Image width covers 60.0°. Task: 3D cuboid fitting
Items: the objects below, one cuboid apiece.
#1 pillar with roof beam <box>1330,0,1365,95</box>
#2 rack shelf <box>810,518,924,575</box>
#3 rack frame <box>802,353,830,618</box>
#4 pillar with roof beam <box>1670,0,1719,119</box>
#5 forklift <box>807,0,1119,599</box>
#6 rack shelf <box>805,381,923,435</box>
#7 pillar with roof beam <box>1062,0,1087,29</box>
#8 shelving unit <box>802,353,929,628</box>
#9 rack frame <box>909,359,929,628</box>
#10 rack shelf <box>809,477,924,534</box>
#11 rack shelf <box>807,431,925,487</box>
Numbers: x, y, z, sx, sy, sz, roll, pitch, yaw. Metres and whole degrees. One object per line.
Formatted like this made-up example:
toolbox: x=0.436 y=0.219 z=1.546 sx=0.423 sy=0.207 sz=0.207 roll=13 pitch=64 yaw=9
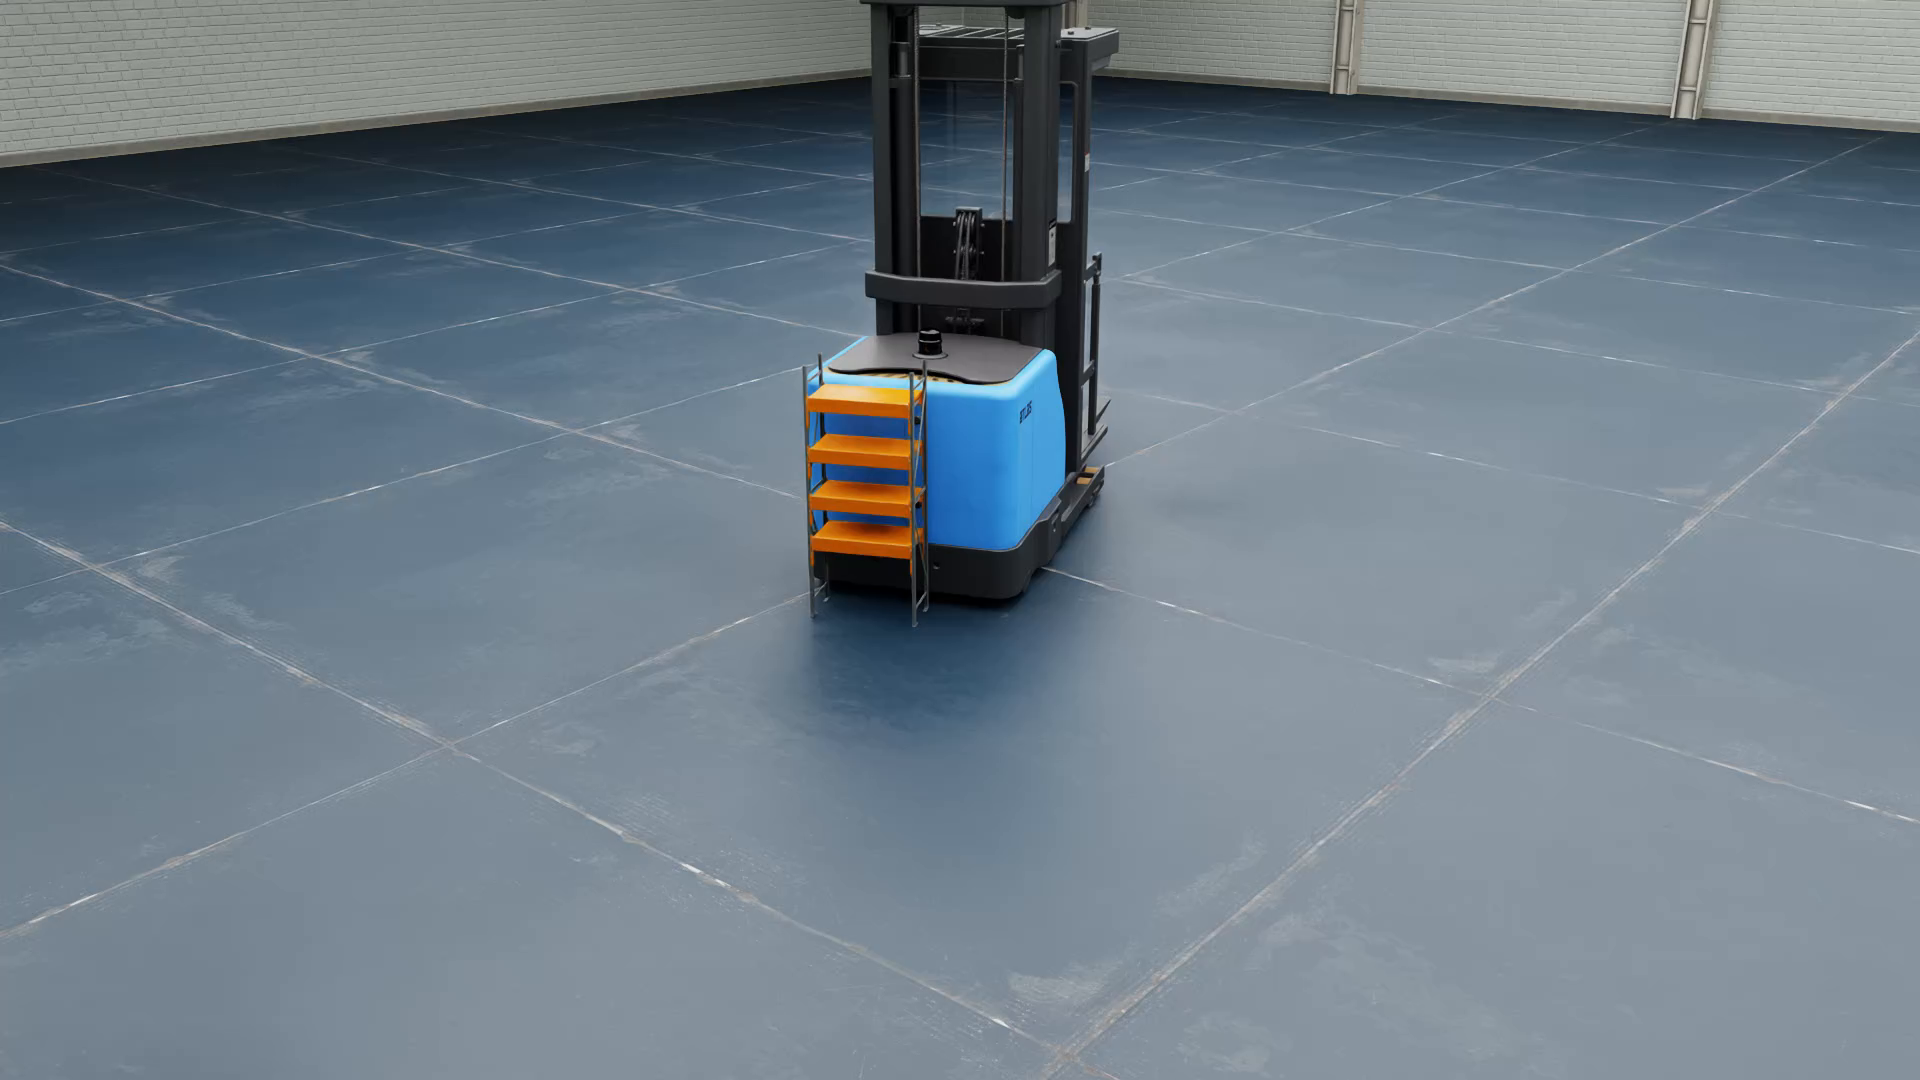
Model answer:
pillar with roof beam: x=4.220 y=-11.118 z=25.398 sx=0.400 sy=9.000 sz=9.100 roll=16 pitch=26 yaw=36
rack shelf: x=-0.420 y=0.026 z=7.651 sx=0.480 sy=0.148 sz=0.258 roll=5 pitch=21 yaw=13
rack frame: x=-0.657 y=-0.243 z=7.612 sx=0.015 sy=1.200 sz=0.240 roll=5 pitch=21 yaw=13
pillar with roof beam: x=8.868 y=-9.780 z=21.849 sx=0.400 sy=9.000 sz=9.100 roll=16 pitch=26 yaw=36
forklift: x=0.181 y=-1.584 z=8.714 sx=1.130 sy=2.935 sz=3.031 roll=6 pitch=21 yaw=16
rack shelf: x=-0.420 y=-0.590 z=7.418 sx=0.480 sy=0.148 sz=0.258 roll=5 pitch=21 yaw=13
pillar with roof beam: x=-0.428 y=-12.457 z=28.948 sx=0.400 sy=9.000 sz=9.100 roll=16 pitch=26 yaw=36
shelving unit: x=-0.420 y=-0.222 z=7.557 sx=0.503 sy=1.200 sz=0.258 roll=5 pitch=21 yaw=13
rack frame: x=-0.183 y=-0.201 z=7.502 sx=0.015 sy=1.200 sz=0.240 roll=5 pitch=21 yaw=13
rack shelf: x=-0.420 y=-0.159 z=7.581 sx=0.480 sy=0.148 sz=0.258 roll=5 pitch=21 yaw=13
rack shelf: x=-0.420 y=-0.369 z=7.502 sx=0.480 sy=0.148 sz=0.258 roll=5 pitch=21 yaw=13
